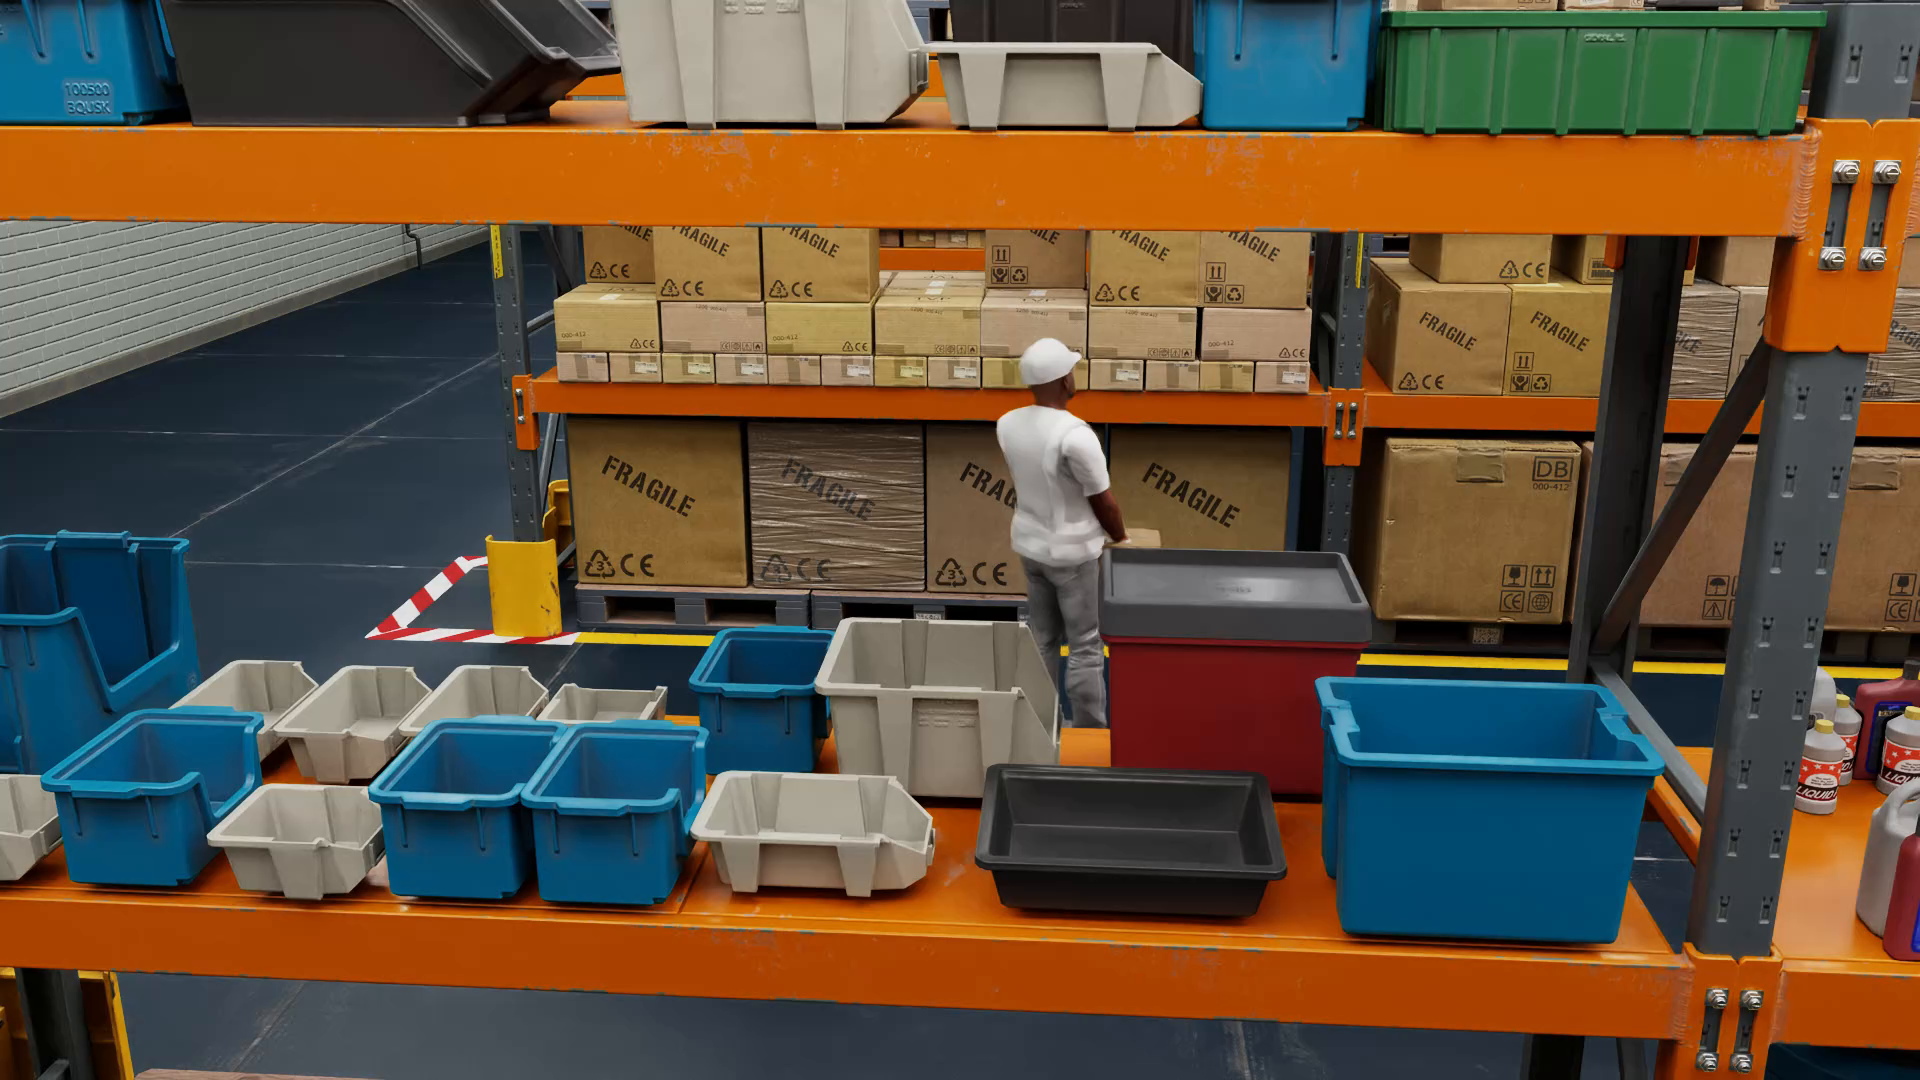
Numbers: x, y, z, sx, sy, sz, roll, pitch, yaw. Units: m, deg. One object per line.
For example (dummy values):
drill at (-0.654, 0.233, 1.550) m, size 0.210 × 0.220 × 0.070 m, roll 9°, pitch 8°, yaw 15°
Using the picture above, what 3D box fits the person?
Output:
person at (0.463, 0.042, 6.843) m, size 0.509 × 1.775 × 0.597 m, roll -14°, pitch 22°, yaw -38°
